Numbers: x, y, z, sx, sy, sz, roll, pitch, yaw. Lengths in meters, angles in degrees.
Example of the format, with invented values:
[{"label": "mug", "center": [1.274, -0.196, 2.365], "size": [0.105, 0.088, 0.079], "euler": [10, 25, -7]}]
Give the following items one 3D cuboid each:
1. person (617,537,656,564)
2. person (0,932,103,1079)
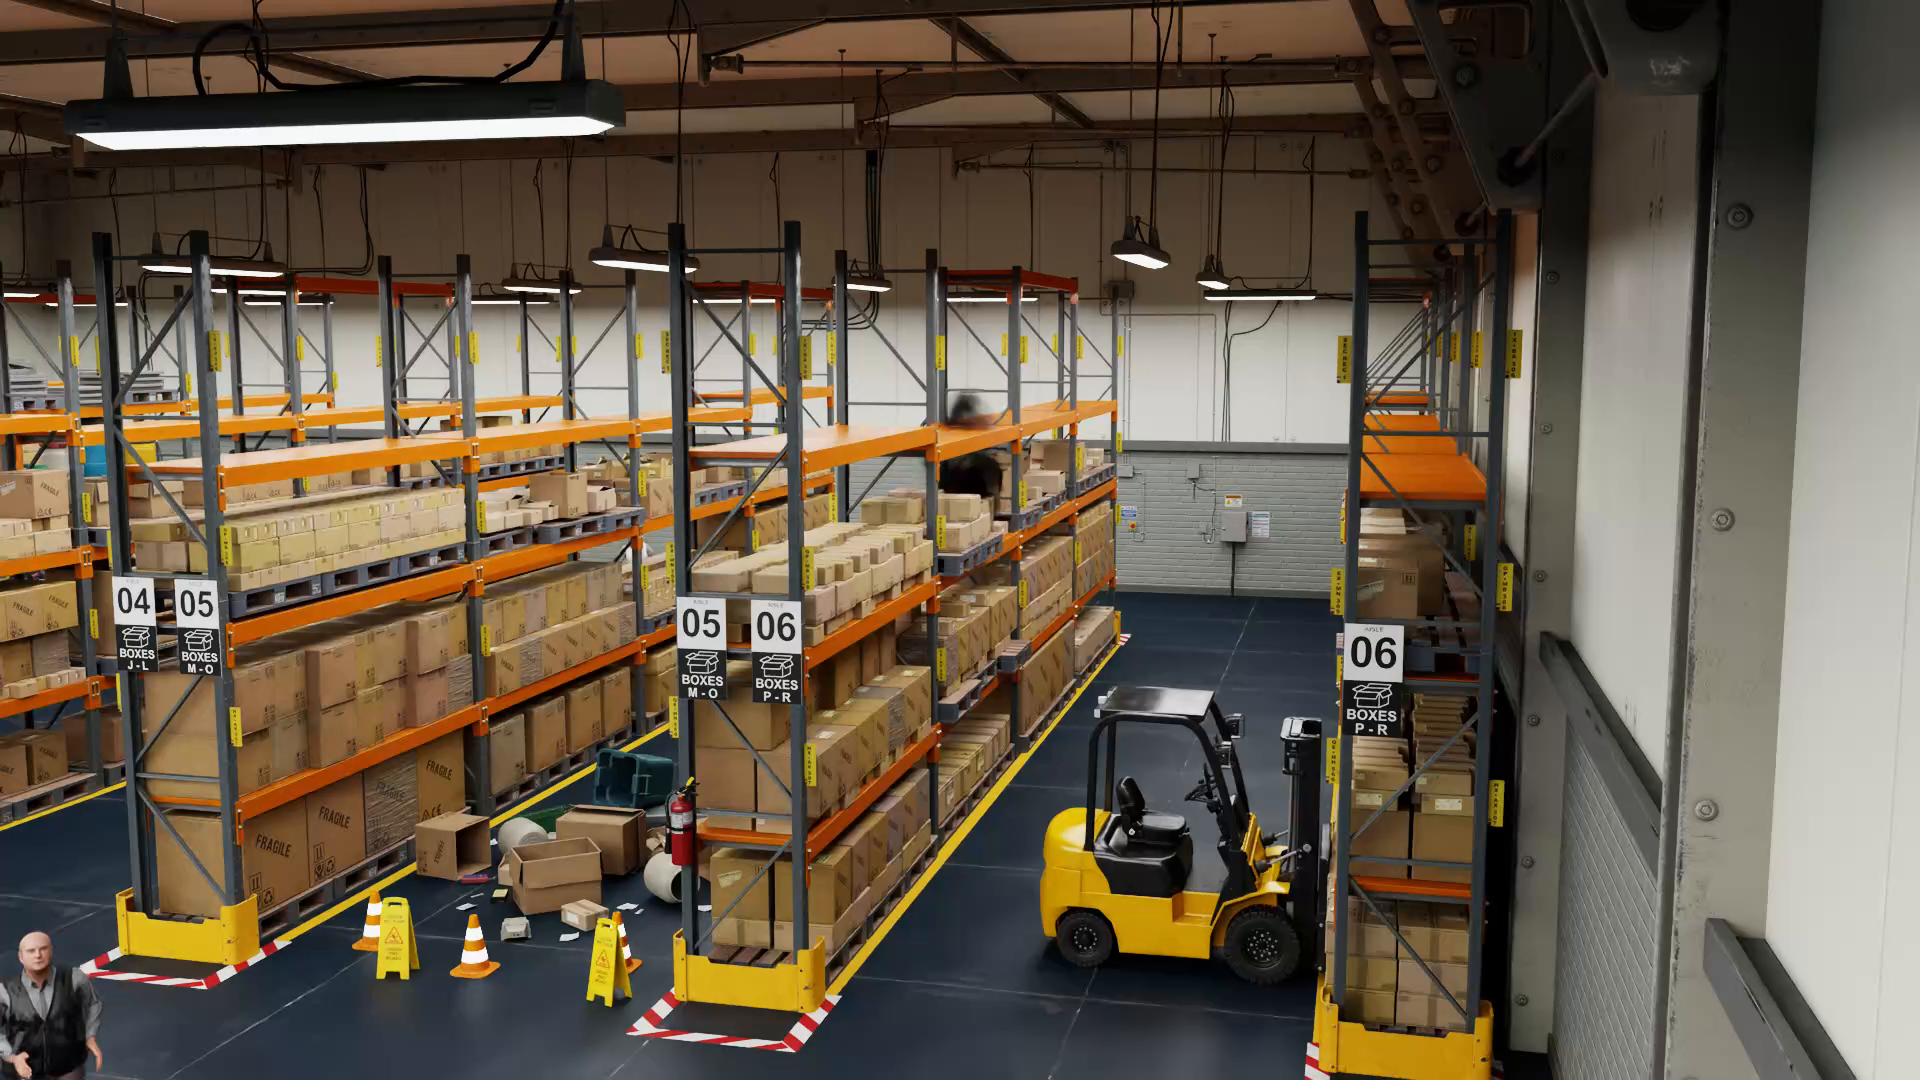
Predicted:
[{"label": "person", "center": [-5.808, 0.667, 30.026], "size": [0.767, 1.719, 0.505], "euler": [-3, 8, -23]}, {"label": "person", "center": [-5.417, 3.148, 9.868], "size": [0.660, 1.679, 0.579], "euler": [-4, 8, -32]}]
